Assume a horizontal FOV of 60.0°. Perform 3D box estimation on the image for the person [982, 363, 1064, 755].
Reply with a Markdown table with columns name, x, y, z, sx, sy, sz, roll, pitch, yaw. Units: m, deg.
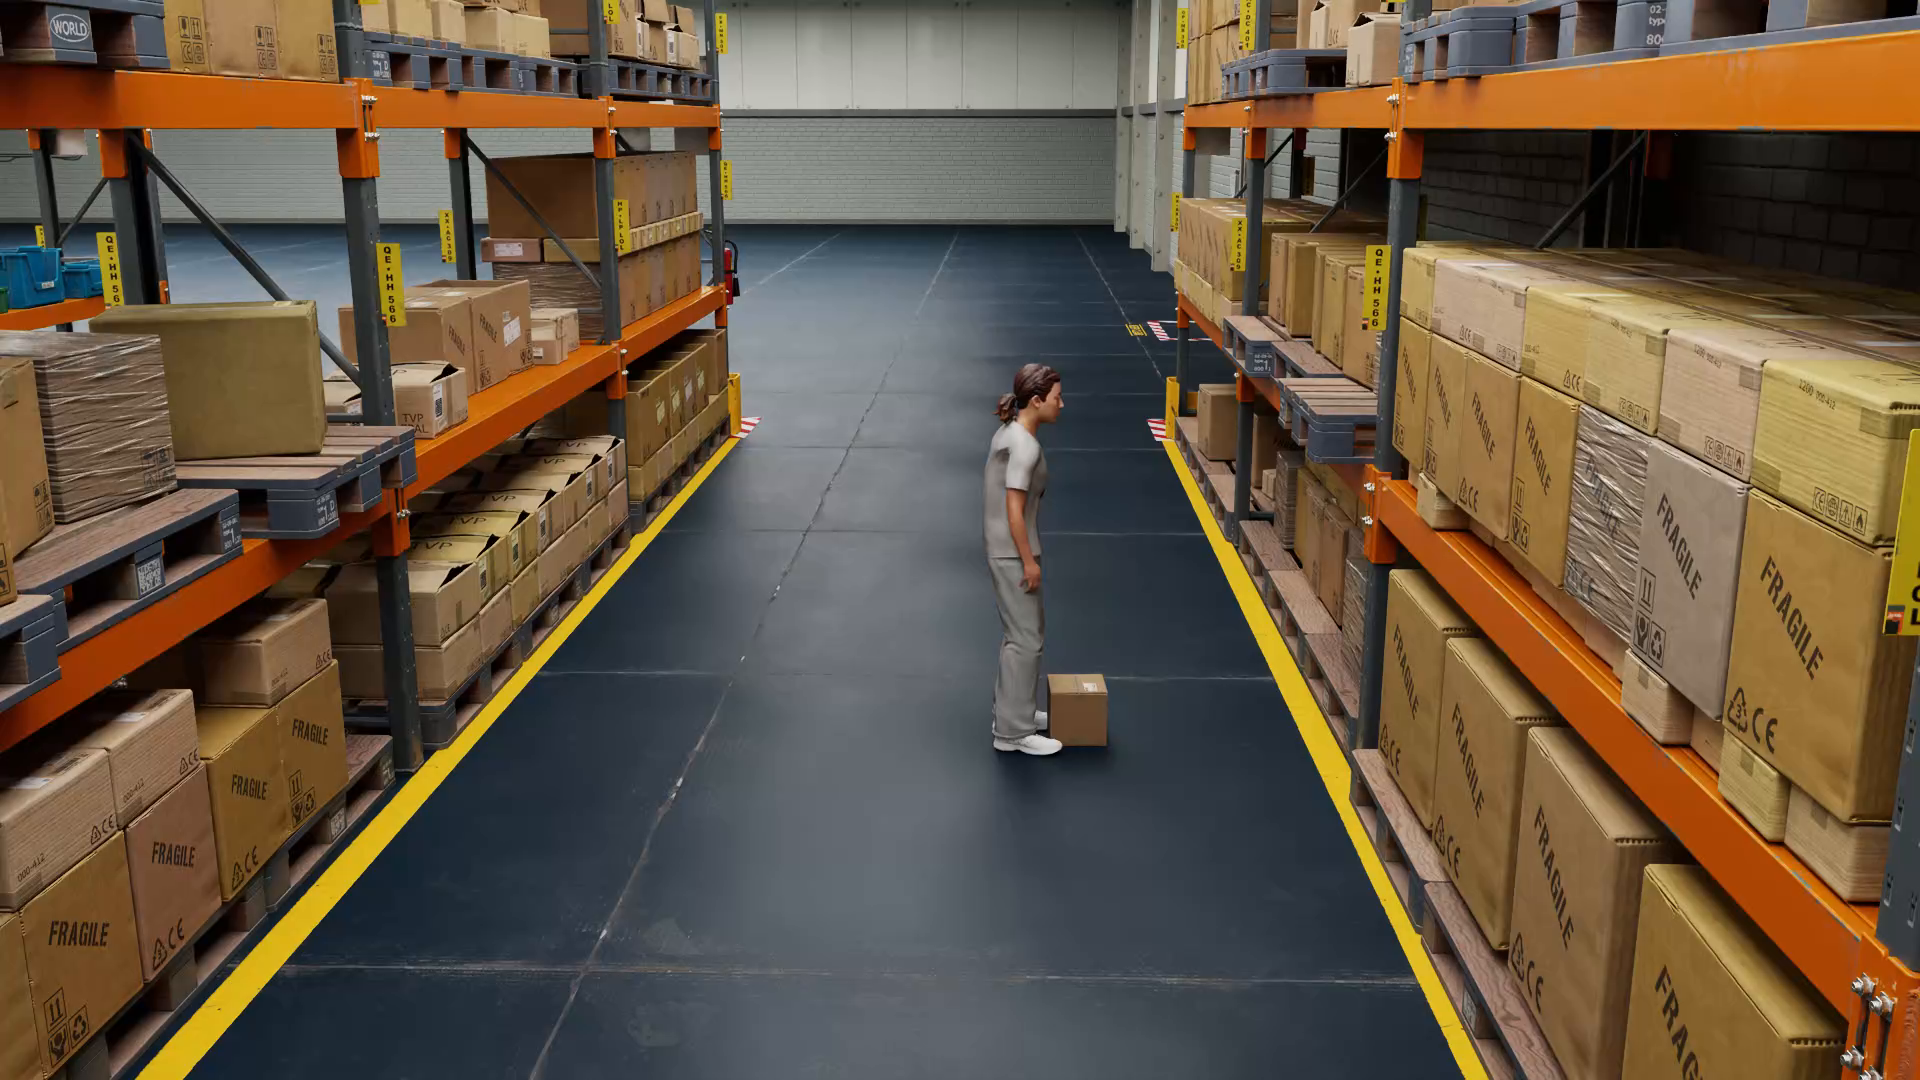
| name | x | y | z | sx | sy | sz | roll | pitch | yaw |
| --- | --- | --- | --- | --- | --- | --- | --- | --- | --- |
| person | 0.274 | 0.068 | 7.229 | 0.354 | 1.673 | 0.489 | 0 | 14 | 1 |
